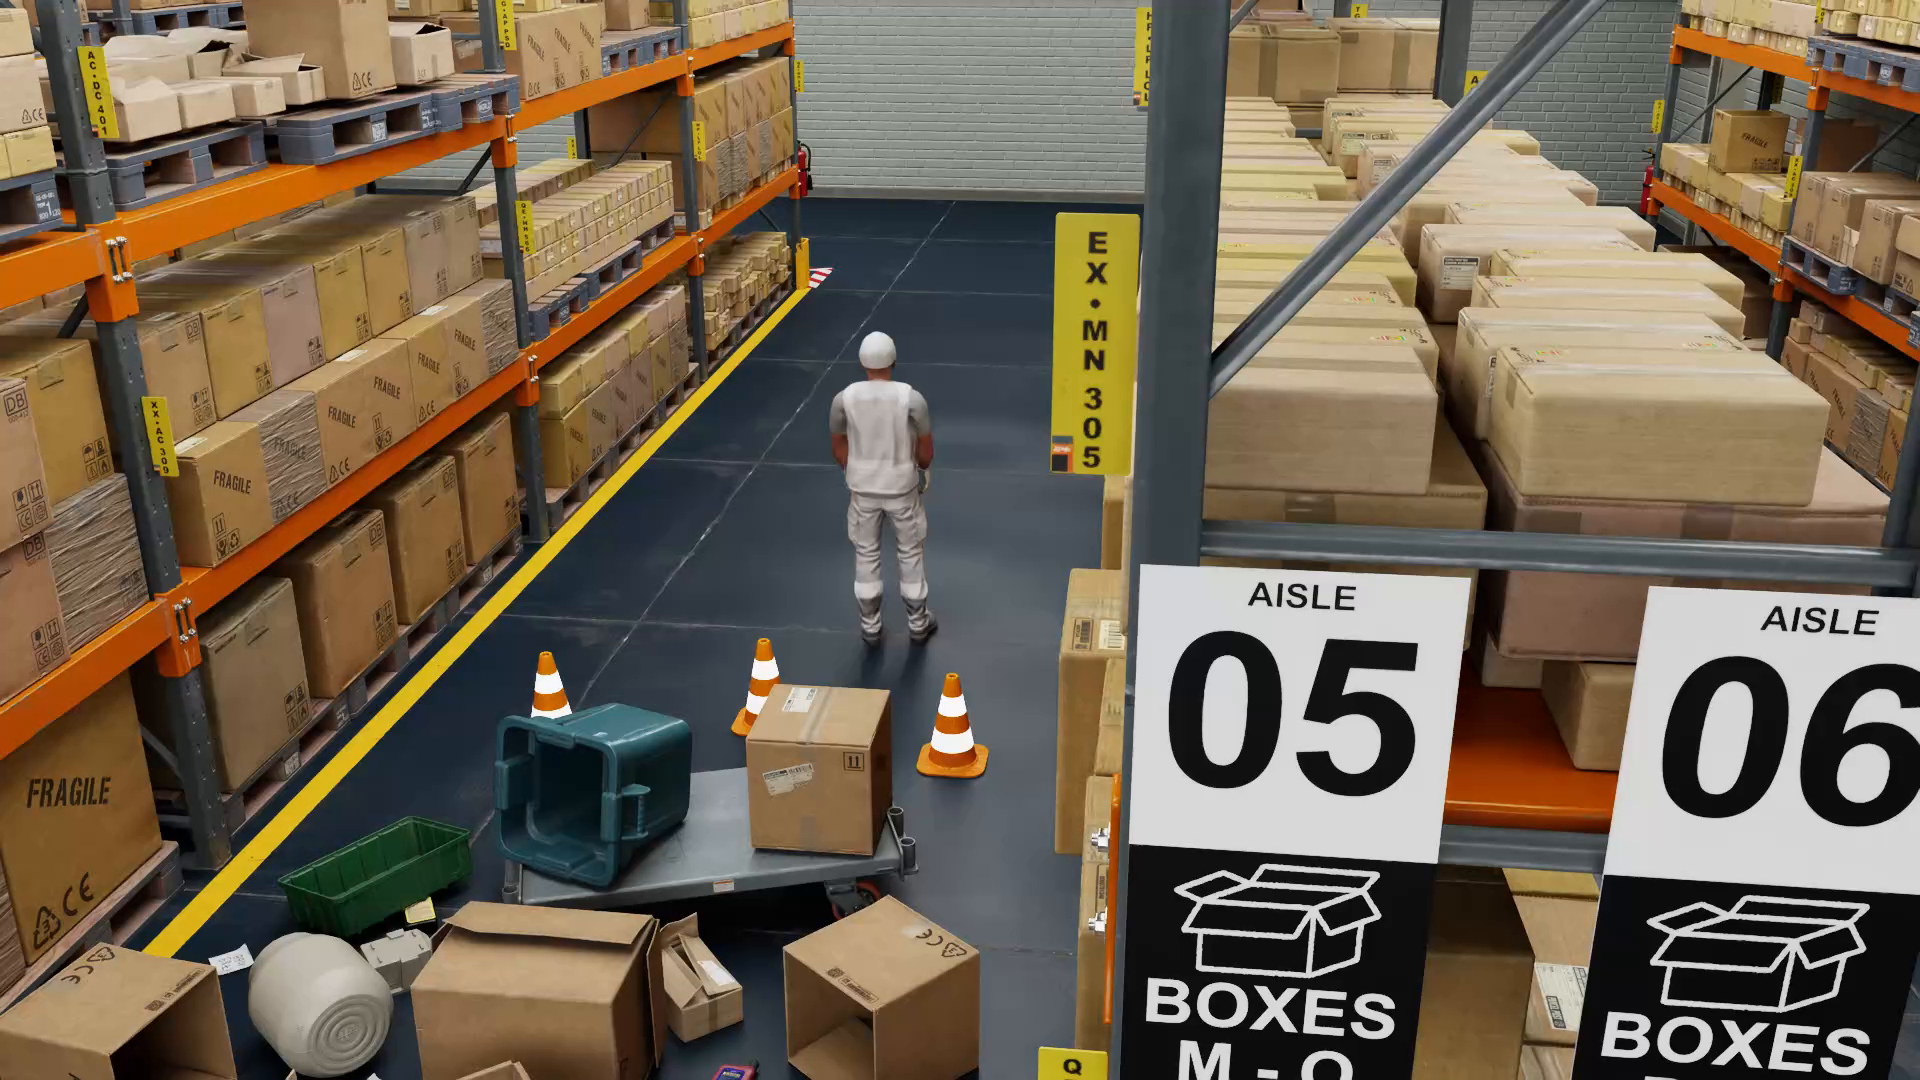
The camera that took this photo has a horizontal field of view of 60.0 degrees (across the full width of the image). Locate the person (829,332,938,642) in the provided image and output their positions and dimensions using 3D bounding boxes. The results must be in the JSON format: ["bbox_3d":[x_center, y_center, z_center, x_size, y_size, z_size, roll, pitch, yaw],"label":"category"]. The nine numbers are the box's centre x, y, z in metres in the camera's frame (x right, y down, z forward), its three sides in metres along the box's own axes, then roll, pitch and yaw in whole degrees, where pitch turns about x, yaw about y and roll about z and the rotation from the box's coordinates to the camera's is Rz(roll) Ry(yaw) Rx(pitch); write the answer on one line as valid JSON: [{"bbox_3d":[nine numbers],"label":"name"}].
[{"bbox_3d":[-0.426,-0.306,9.341,0.576,1.794,0.426,2,21,6],"label":"person"}]
